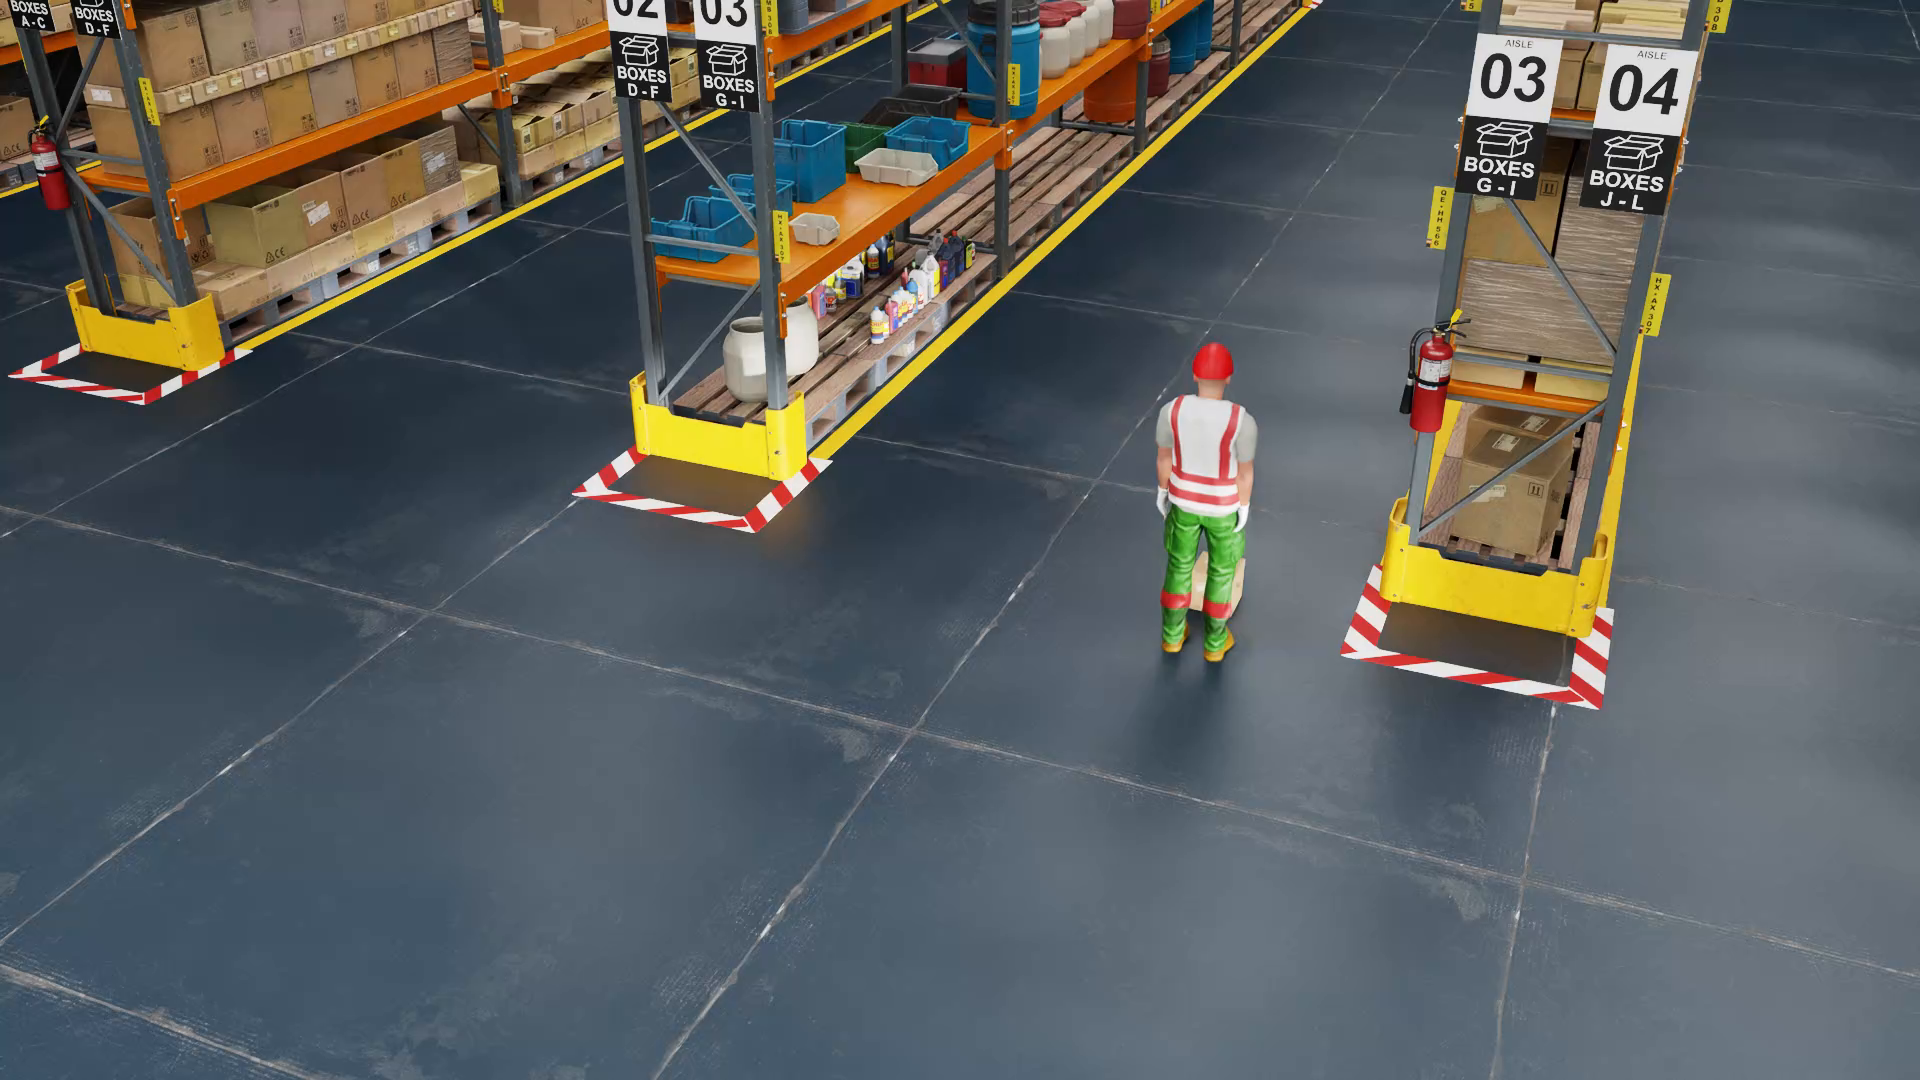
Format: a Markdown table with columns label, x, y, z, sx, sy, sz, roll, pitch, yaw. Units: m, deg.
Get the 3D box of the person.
| label | x | y | z | sx | sy | sz | roll | pitch | yaw |
| --- | --- | --- | --- | --- | --- | --- | --- | --- | --- |
| person | 1.278 | -0.199 | 8.733 | 0.524 | 1.783 | 0.343 | 12 | 32 | 20 |
